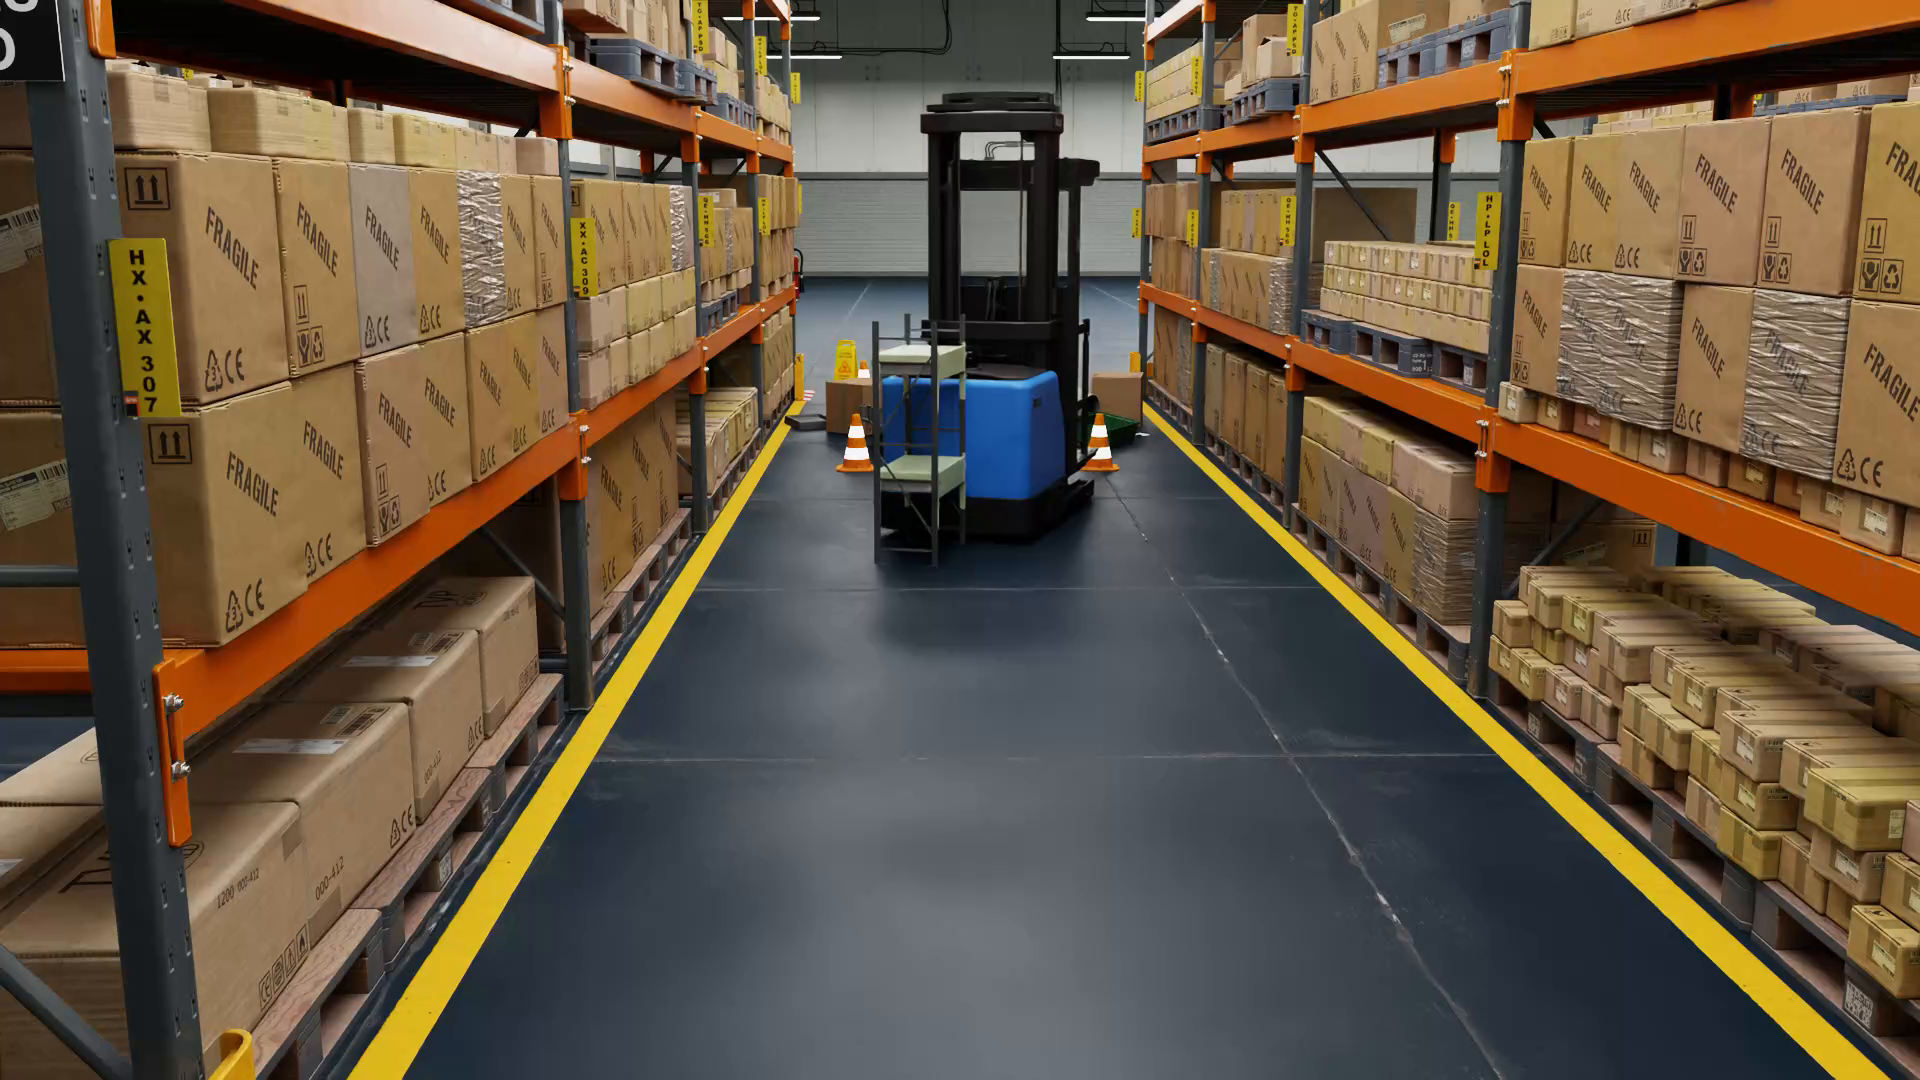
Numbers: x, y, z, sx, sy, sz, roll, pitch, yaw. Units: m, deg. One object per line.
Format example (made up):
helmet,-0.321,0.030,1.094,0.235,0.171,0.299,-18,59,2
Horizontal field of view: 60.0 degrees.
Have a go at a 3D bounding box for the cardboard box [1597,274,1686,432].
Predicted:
cardboard box,2.566,-0.656,5.747,0.500,0.500,0.500,0,11,-2

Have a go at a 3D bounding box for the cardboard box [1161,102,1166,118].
cardboard box,2.281,-4.426,17.110,0.380,0.149,0.250,0,11,-2

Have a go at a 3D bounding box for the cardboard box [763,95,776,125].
cardboard box,-2.049,-4.142,16.015,0.500,0.250,0.500,0,11,-1

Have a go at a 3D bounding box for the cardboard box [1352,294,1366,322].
cardboard box,2.559,-1.386,9.924,0.380,0.149,0.250,0,11,1

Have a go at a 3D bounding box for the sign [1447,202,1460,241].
sign,3.276,-2.087,11.088,0.100,0.325,0.005,0,11,-1

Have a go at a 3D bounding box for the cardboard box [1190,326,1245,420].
cardboard box,2.708,-1.639,15.882,0.875,0.875,0.875,0,11,0

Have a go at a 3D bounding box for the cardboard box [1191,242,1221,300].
cardboard box,2.631,-2.496,15.441,0.875,0.550,0.550,0,11,-1

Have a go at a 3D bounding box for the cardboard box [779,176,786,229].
cardboard box,-2.061,-3.284,16.185,0.700,0.500,0.500,0,11,-2

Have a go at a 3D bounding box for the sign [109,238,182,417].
sign,-1.493,-0.388,3.049,0.100,0.325,0.005,0,11,-1

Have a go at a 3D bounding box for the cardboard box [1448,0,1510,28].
cardboard box,2.915,-2.793,8.422,0.797,0.503,0.637,0,11,-2

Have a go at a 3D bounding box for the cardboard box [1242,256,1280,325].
cardboard box,2.436,-1.890,12.580,0.500,0.500,0.500,0,11,-2

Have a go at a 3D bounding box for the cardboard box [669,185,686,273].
cardboard box,-1.923,-1.849,9.863,0.500,0.500,0.500,0,11,0

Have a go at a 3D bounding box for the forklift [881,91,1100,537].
forklift,0.380,-1.706,12.094,1.130,2.935,3.031,3,12,16

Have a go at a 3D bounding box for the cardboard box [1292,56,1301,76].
cardboard box,2.501,-3.283,11.431,0.380,0.166,0.250,0,11,-1

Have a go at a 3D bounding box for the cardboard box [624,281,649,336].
cardboard box,-1.881,-1.183,8.464,0.500,0.250,0.500,0,11,0

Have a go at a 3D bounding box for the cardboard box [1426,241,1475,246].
cardboard box,3.202,-1.833,10.628,0.380,0.149,0.250,-1,11,-3

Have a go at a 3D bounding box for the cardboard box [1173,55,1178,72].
cardboard box,2.299,-4.664,16.279,0.380,0.149,0.250,0,11,-2

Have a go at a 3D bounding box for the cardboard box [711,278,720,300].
cardboard box,-1.951,-1.827,12.098,0.380,0.149,0.250,0,11,-1

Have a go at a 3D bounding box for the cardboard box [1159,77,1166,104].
cardboard box,2.344,-4.643,17.179,0.500,0.250,0.500,0,11,-2

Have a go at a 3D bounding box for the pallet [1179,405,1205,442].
pallet,2.713,-1.134,16.118,1.003,0.211,1.213,0,11,-1

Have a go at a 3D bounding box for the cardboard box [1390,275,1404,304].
cardboard box,2.580,-1.376,9.125,0.380,0.149,0.250,0,11,1

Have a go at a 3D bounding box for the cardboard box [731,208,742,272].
cardboard box,-2.041,-2.417,13.374,0.500,0.500,0.500,0,11,1

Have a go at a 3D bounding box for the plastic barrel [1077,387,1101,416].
plastic barrel,1.094,-1.306,16.431,0.512,0.421,0.421,9,15,38

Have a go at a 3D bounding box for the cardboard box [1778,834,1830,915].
cardboard box,2.635,0.971,4.842,0.380,0.149,0.250,0,11,-1

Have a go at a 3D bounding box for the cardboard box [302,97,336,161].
cardboard box,-1.770,-1.008,4.087,0.380,0.149,0.250,-1,11,-3

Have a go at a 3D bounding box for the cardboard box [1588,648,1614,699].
cardboard box,2.642,0.512,6.358,0.380,0.149,0.250,-1,11,-4

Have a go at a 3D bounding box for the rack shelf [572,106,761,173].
rack shelf,-2.255,-3.029,12.709,1.077,0.370,4.000,0,11,-1

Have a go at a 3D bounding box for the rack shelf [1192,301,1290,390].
rack shelf,2.692,-1.599,13.206,1.077,0.370,4.000,0,11,-1

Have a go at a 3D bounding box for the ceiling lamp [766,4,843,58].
ceiling lamp,-4.020,-13.956,42.538,2.000,3.185,0.800,0,11,-1

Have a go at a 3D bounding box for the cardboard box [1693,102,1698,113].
cardboard box,7.347,-4.214,16.118,0.380,0.149,0.250,0,11,1

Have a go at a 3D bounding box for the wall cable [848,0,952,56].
wall cable,-1.788,-15.642,49.193,3.097,2.526,0.112,0,11,-1

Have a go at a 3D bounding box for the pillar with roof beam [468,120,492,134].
pillar with roof beam,-4.172,-8.284,29.259,9.100,9.000,0.400,0,11,-1

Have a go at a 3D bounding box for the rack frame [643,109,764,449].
rack frame,-2.296,-2.309,14.895,1.000,3.000,0.127,0,11,-1

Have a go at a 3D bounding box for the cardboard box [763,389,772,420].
cardboard box,-2.038,-1.285,15.710,0.500,0.250,0.500,-1,11,-4

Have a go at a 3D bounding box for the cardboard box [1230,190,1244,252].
cardboard box,2.679,-2.687,13.995,0.700,0.500,0.500,0,11,-2

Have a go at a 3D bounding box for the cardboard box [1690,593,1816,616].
cardboard box,3.141,0.311,6.602,0.380,0.149,0.250,0,11,-2

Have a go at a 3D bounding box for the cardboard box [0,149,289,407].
cardboard box,-1.773,-0.559,3.504,0.500,0.500,0.500,0,11,-2

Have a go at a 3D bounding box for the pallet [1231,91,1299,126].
pallet,2.641,-3.282,12.621,1.003,0.211,1.213,0,11,1

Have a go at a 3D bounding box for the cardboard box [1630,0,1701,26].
cardboard box,2.572,-1.859,5.512,0.500,0.250,0.500,0,11,1

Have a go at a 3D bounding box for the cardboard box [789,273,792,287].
cardboard box,-2.041,-2.857,18.231,0.380,0.149,0.250,0,11,-2

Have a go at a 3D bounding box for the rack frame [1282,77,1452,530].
rack frame,2.733,-1.554,11.175,1.000,3.000,0.127,0,11,-1

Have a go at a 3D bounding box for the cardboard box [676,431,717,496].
cardboard box,-2.215,-0.544,11.749,0.950,0.372,0.625,-1,12,-5

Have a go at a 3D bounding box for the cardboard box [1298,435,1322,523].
cardboard box,2.493,-0.393,10.684,0.500,0.500,0.500,-1,11,-4

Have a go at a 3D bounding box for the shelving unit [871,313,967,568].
shelving unit,-0.246,-0.644,10.462,0.431,1.500,0.755,3,12,13

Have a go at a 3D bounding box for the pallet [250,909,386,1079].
pallet,-2.143,1.285,4.196,1.003,0.211,1.213,0,11,-1

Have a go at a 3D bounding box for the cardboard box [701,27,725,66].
cardboard box,-2.114,-3.839,12.956,0.500,0.250,0.500,0,11,0

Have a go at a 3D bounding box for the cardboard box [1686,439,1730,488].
cardboard box,2.622,-0.264,5.446,0.380,0.149,0.250,0,11,1

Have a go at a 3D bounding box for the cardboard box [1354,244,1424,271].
cardboard box,2.563,-1.681,9.879,0.380,0.149,0.250,-1,11,-4

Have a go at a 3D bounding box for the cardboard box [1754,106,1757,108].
cardboard box,7.341,-3.836,15.254,0.500,0.250,0.500,0,11,1

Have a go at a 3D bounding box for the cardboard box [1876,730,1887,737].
cardboard box,3.057,0.716,5.351,0.380,0.149,0.250,0,11,2

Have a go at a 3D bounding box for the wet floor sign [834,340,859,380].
wet floor sign,-1.313,-1.992,19.256,0.267,0.644,0.232,4,12,18

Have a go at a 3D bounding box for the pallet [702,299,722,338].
pallet,-2.335,-1.561,11.691,1.213,0.211,1.003,0,11,-1

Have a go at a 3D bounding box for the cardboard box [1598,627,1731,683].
cardboard box,2.569,0.418,6.073,0.380,0.149,0.250,0,11,0

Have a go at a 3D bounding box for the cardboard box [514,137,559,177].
cardboard box,-1.806,-1.516,6.588,0.380,0.149,0.250,0,11,-2

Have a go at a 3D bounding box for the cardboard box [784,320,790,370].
cardboard box,-2.087,-2.068,17.681,0.500,0.500,0.500,0,11,1
